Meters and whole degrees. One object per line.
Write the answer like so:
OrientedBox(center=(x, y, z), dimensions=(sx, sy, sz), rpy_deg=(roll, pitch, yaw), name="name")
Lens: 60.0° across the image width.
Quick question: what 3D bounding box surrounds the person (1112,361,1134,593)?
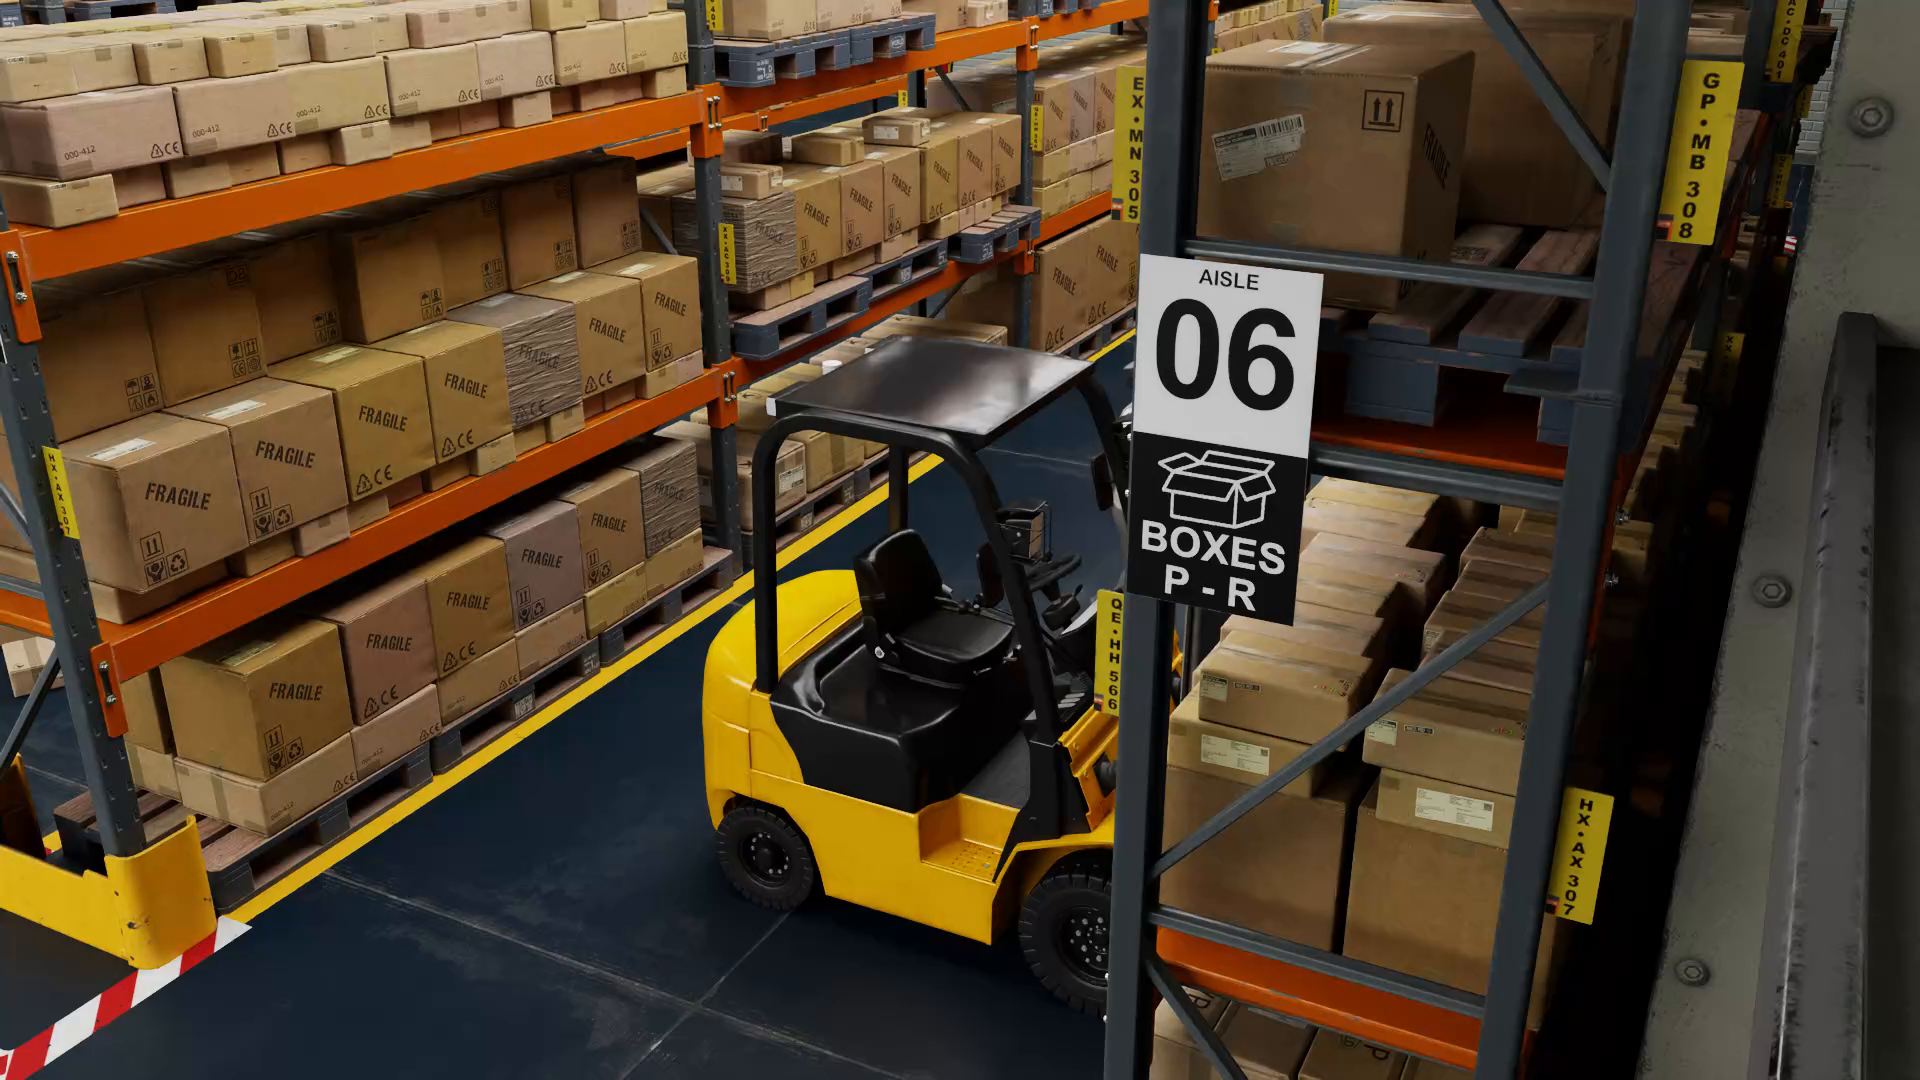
OrientedBox(center=(0.953, -0.132, 8.535), dimensions=(0.554, 1.754, 0.486), rpy_deg=(12, 26, 26), name="person")
